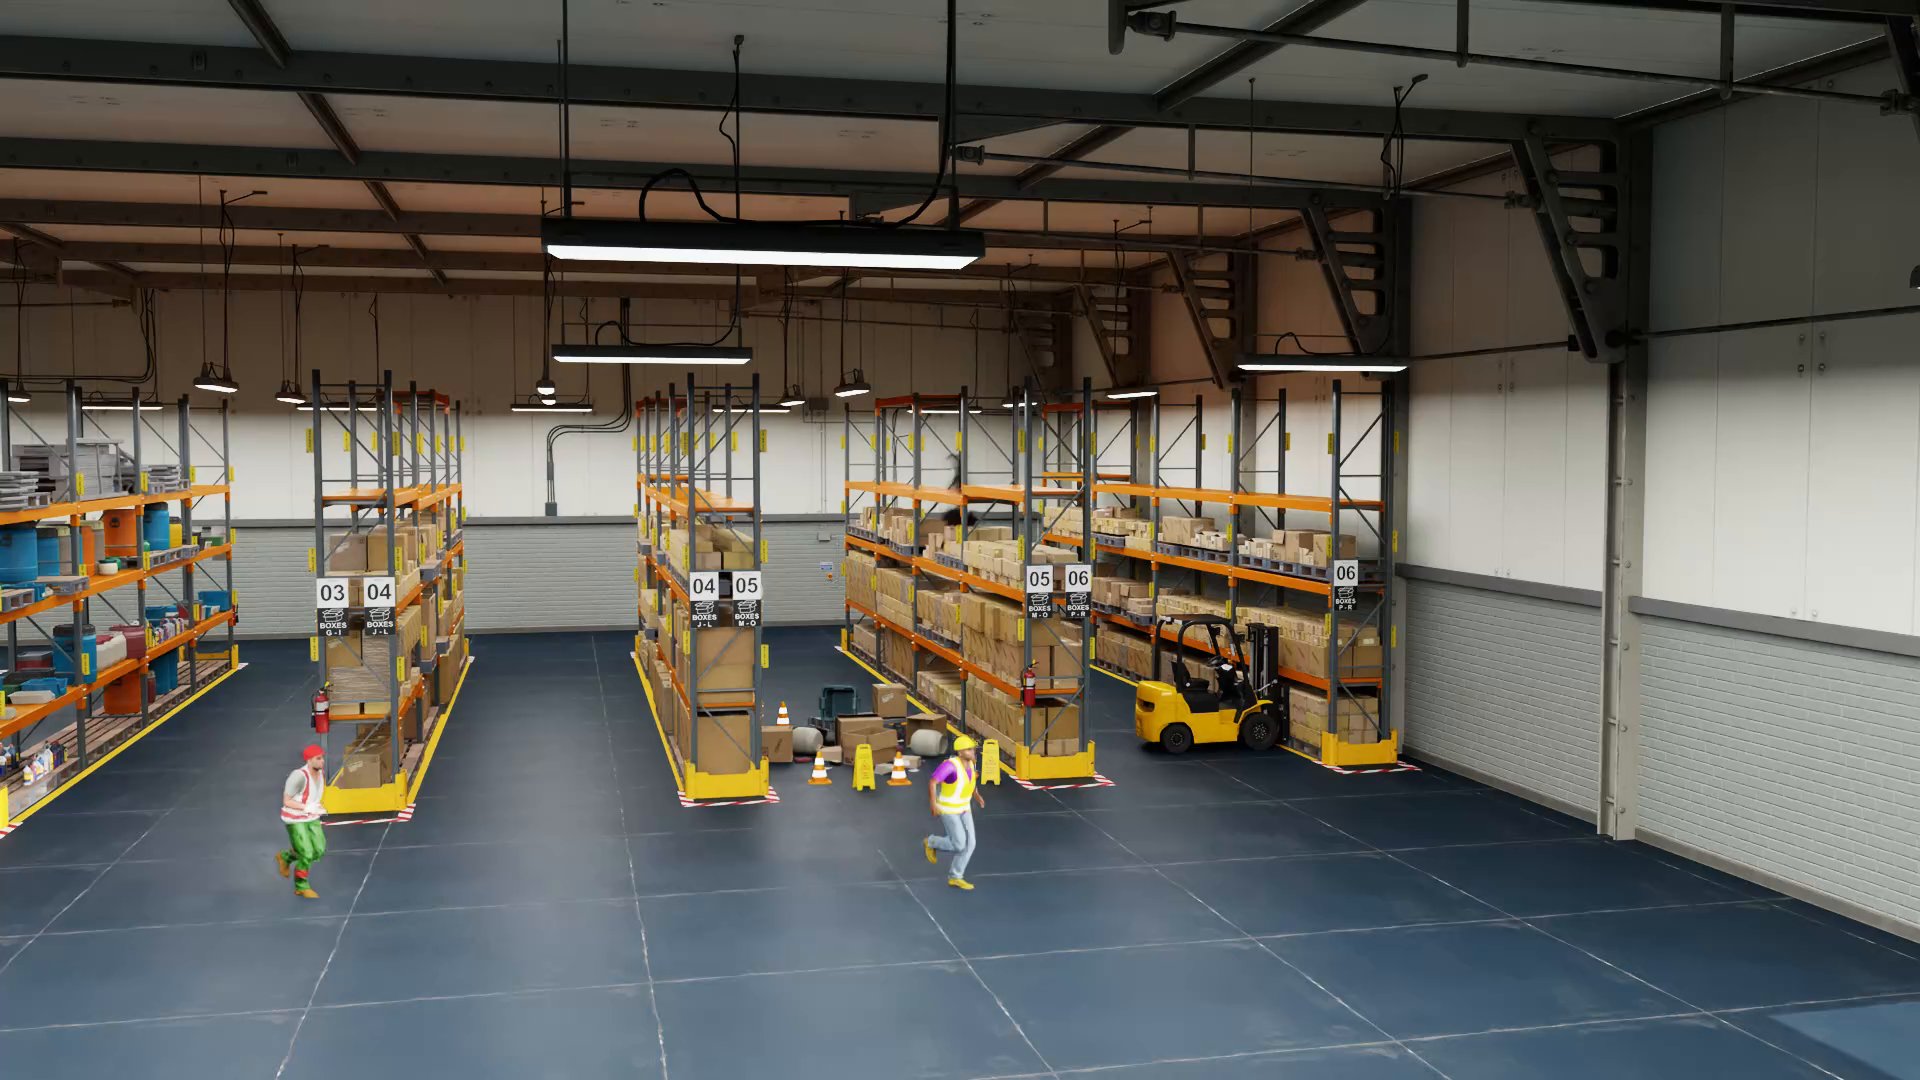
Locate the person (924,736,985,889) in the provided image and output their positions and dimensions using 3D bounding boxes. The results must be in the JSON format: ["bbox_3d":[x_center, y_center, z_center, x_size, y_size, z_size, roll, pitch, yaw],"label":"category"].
[{"bbox_3d":[-0.086,3.074,18.882,0.704,1.719,0.738,2,4,37],"label":"person"}]

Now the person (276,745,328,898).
[{"bbox_3d":[-7.254,3.103,18.326,0.740,1.726,0.632,1,4,20],"label":"person"}]
